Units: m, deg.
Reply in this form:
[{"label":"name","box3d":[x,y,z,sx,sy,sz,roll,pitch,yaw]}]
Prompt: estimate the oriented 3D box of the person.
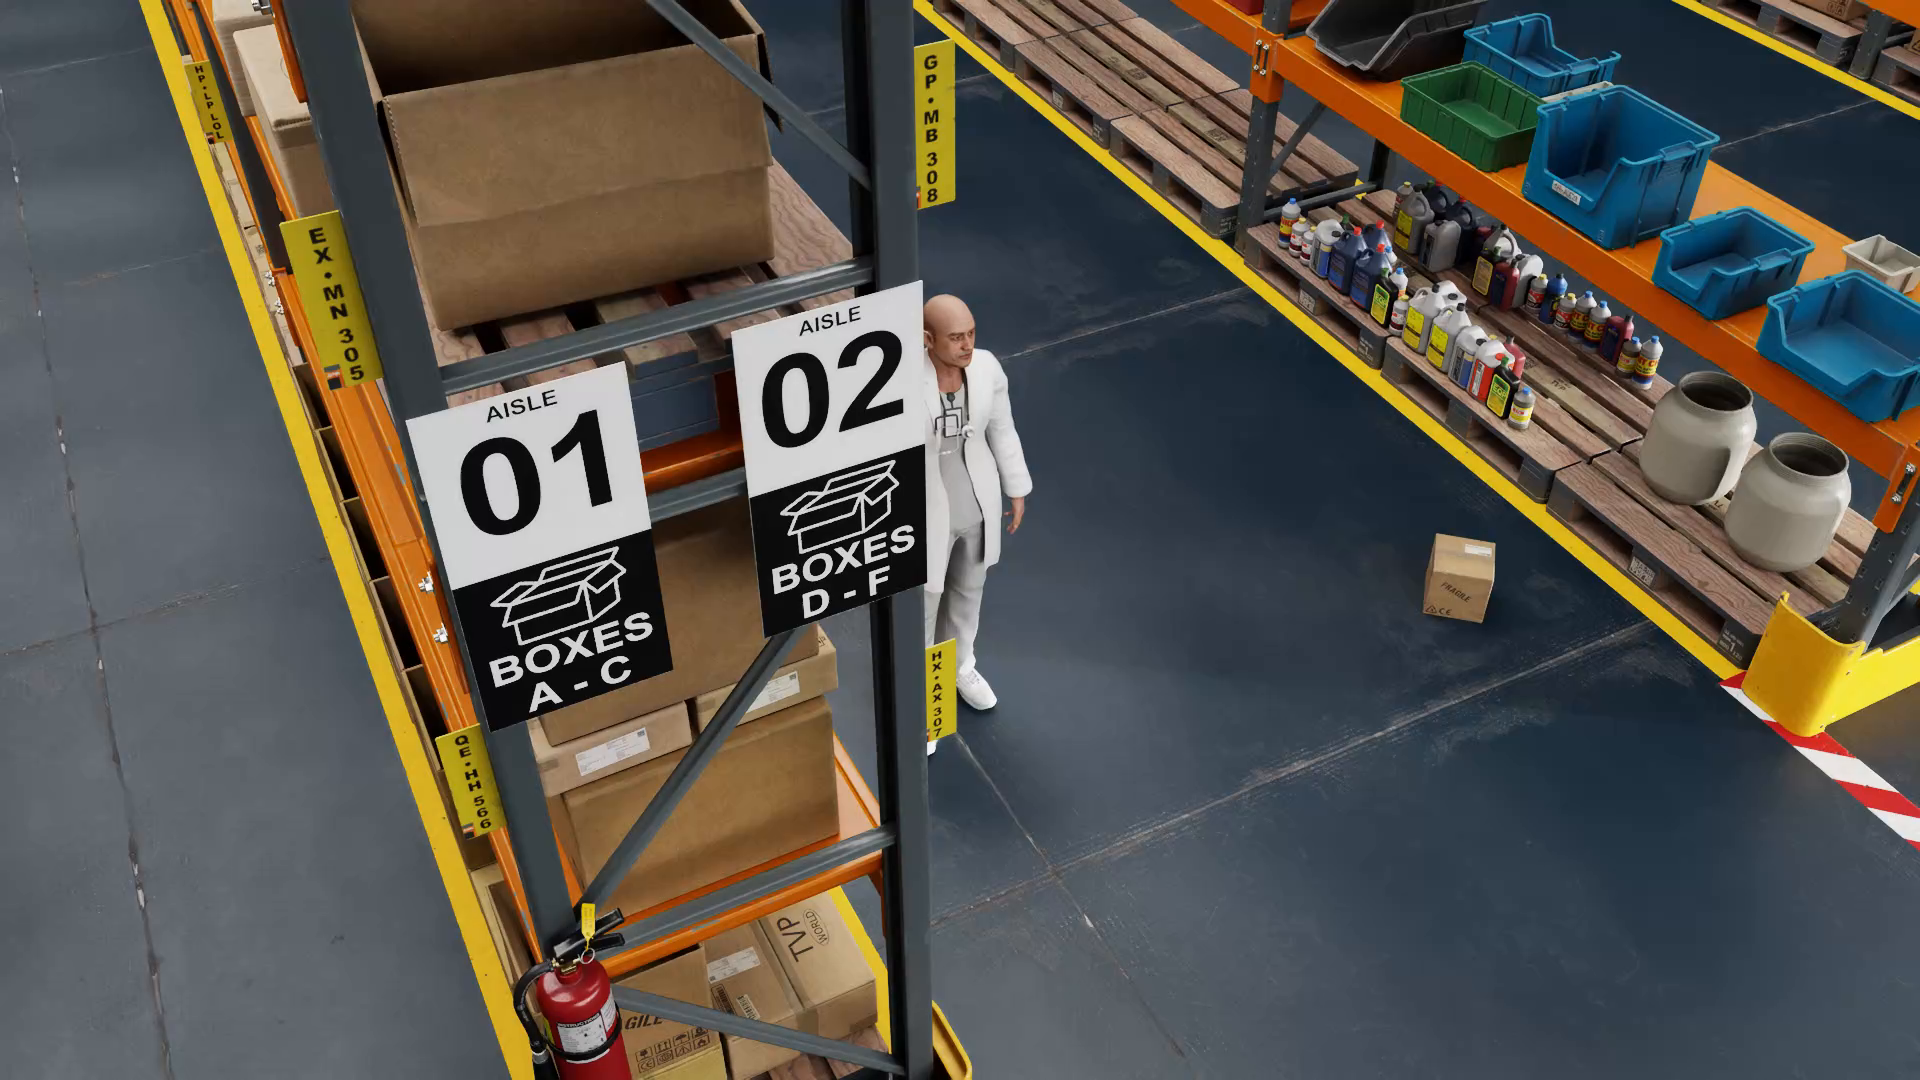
[{"label":"person","box3d":[-0.010,-0.059,6.224,0.697,1.775,0.581,-19,44,-20]}]
